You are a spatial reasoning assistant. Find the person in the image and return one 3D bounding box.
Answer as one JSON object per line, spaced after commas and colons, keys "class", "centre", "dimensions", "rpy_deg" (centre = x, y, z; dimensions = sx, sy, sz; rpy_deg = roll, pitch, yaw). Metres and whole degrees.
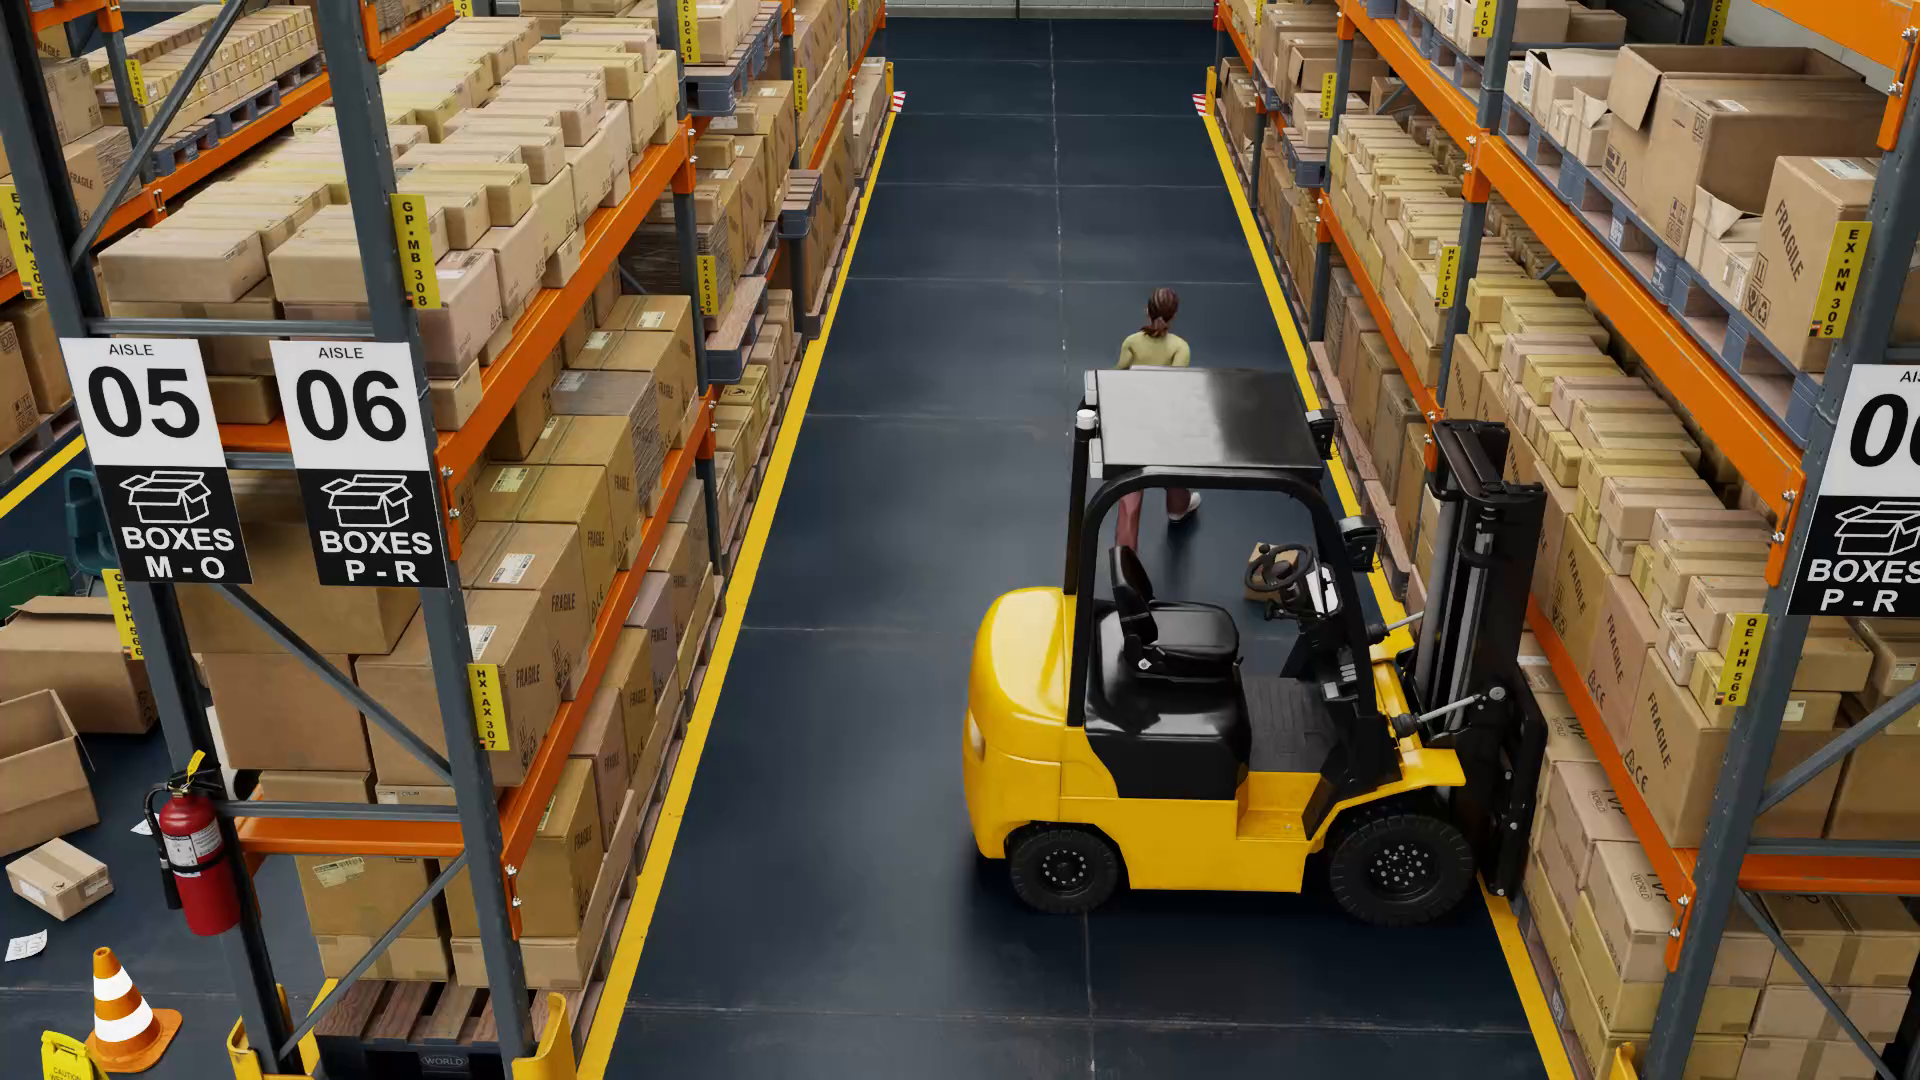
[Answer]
{"class": "person", "centre": [1.174, -0.741, 10.034], "dimensions": [0.480, 1.596, 1.042], "rpy_deg": [9, 29, 16]}
